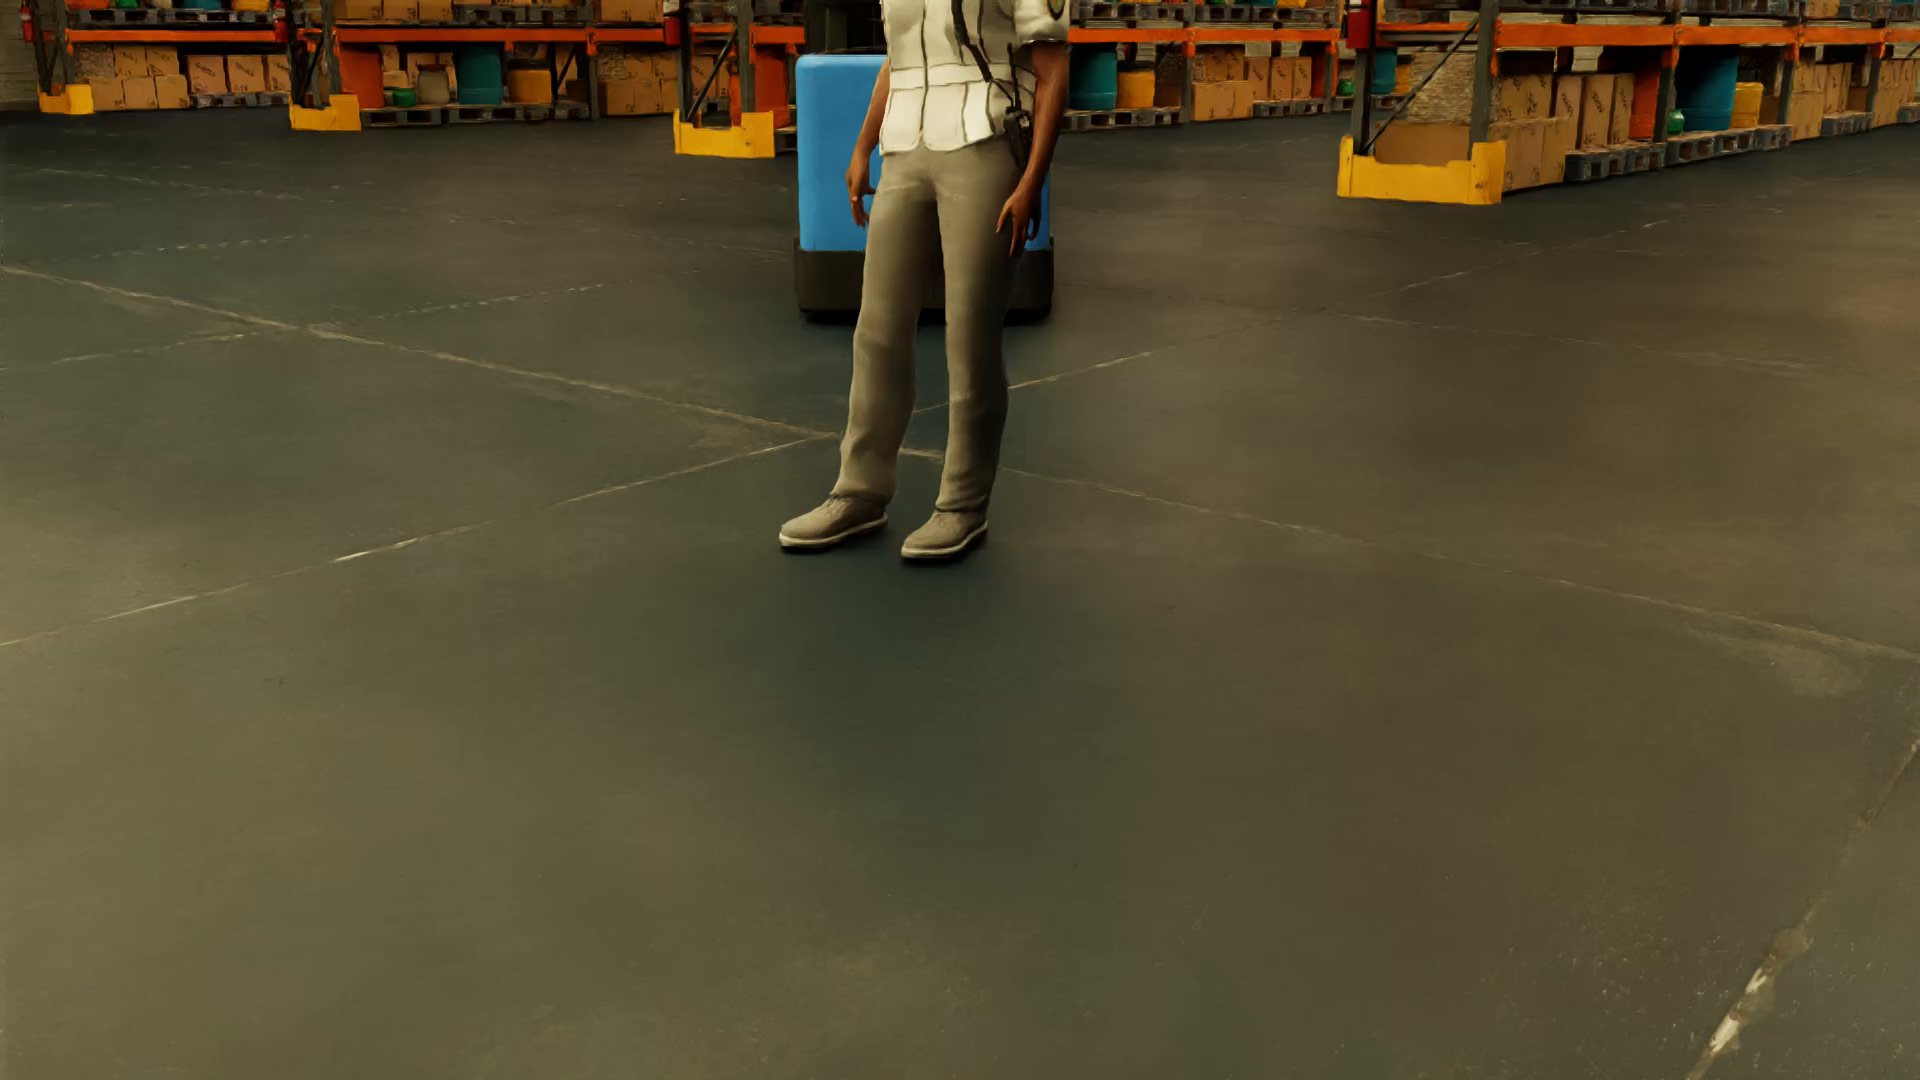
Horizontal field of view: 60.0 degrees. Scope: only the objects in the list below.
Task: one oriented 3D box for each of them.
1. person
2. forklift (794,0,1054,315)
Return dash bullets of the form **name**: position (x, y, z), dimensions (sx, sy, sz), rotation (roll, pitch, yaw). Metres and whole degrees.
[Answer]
- **person**: position (-0.063, -0.805, 3.650), dimensions (0.570, 1.695, 0.529), rotation (13, 21, 37)
- **forklift**: position (-0.182, -2.717, 7.846), dimensions (1.130, 2.935, 3.031), rotation (0, 17, -2)
